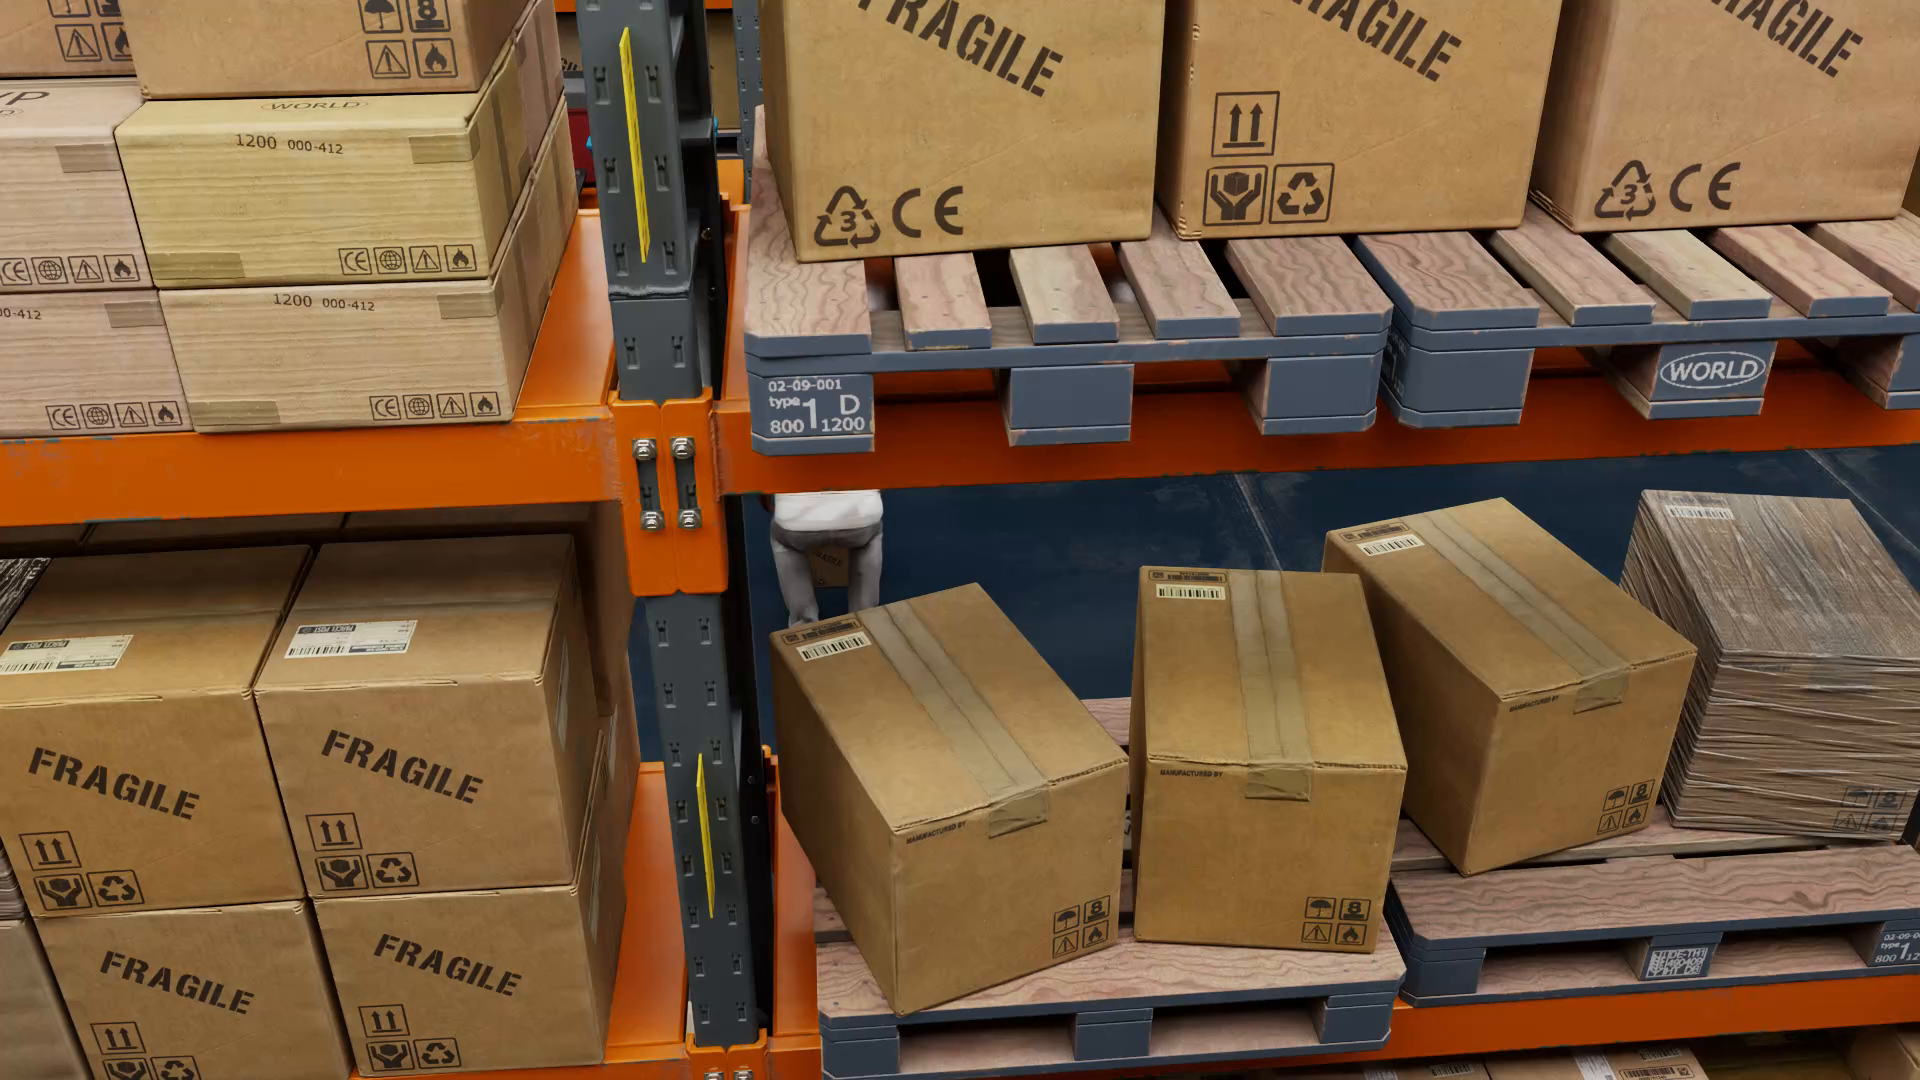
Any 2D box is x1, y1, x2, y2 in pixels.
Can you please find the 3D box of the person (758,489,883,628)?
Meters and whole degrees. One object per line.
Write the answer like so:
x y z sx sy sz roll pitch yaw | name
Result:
-0.592 -0.200 6.886 0.629 1.313 0.805 -3 31 -4 | person
